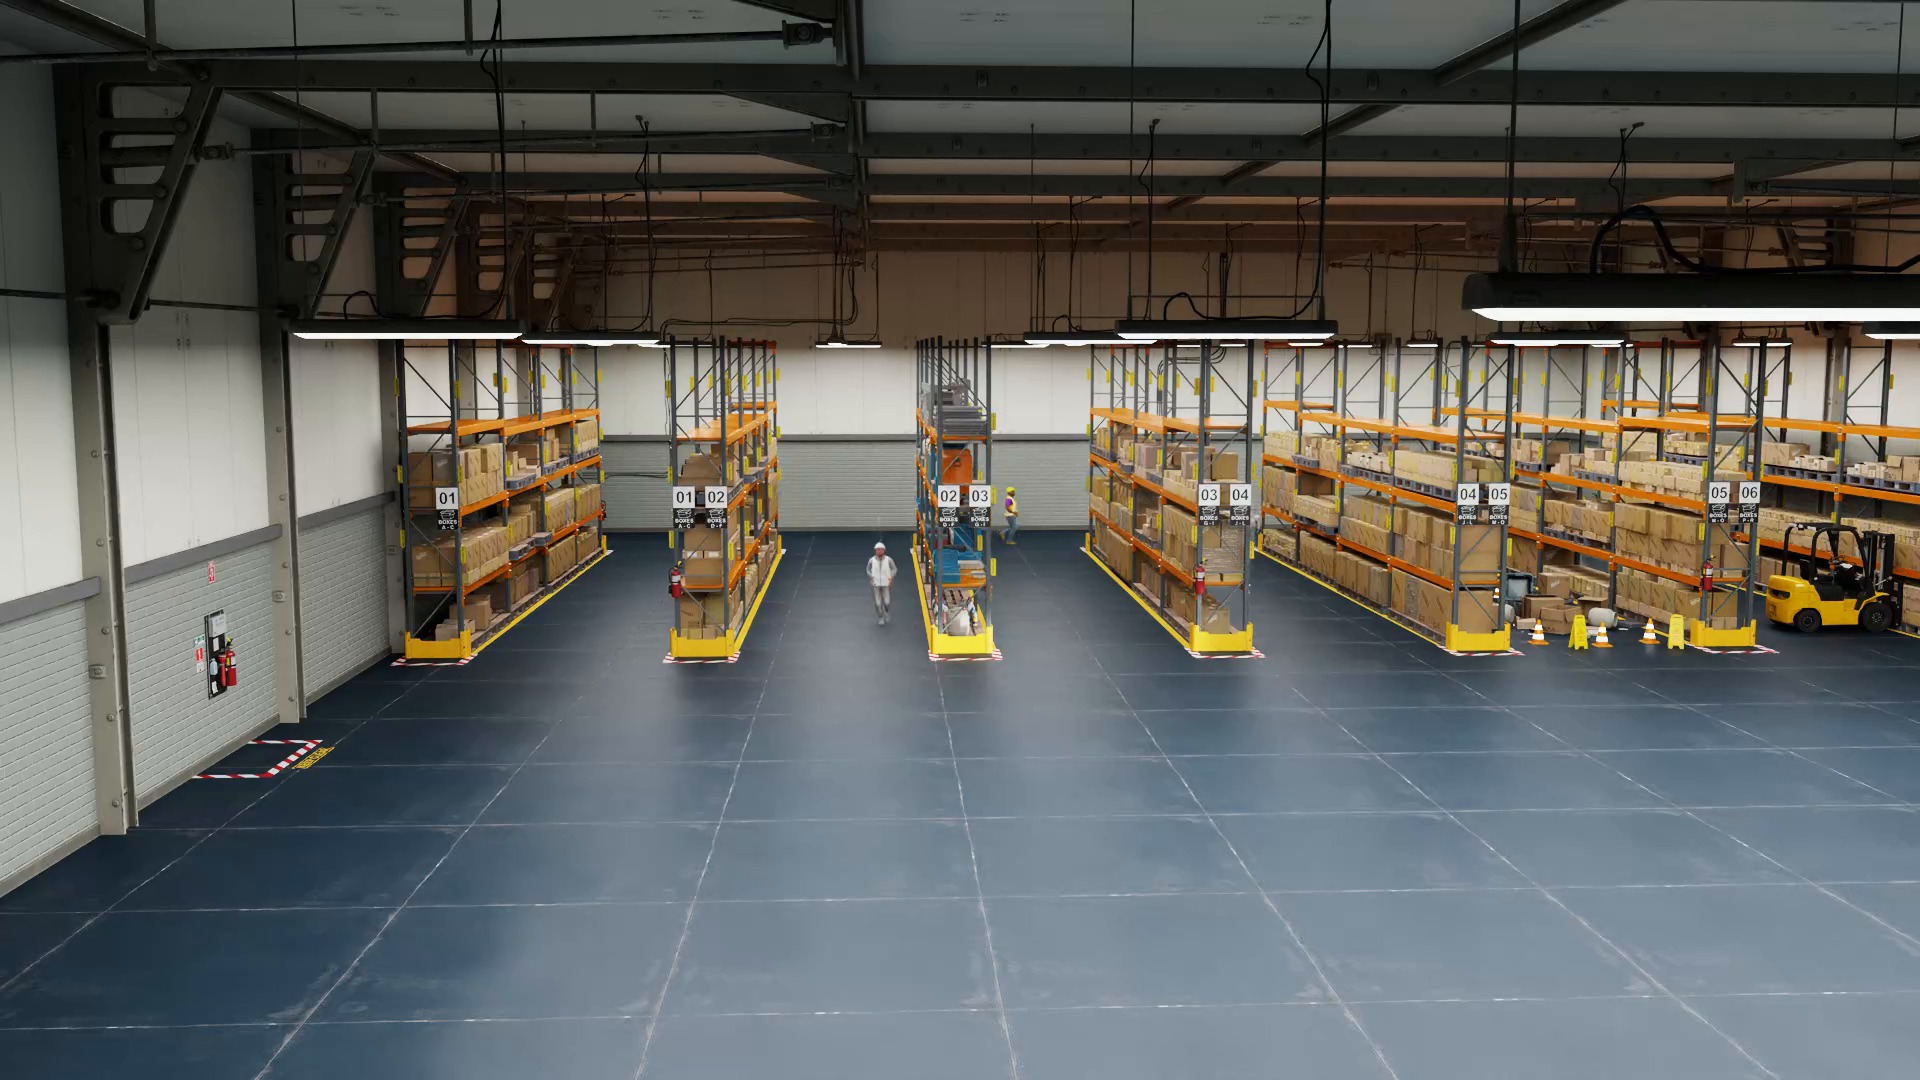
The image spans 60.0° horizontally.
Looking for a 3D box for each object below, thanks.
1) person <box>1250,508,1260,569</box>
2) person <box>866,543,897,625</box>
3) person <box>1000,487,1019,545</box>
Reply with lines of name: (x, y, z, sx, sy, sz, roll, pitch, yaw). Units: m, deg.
person: (7.672, -0.072, 44.305, 0.656, 1.626, 0.924, -1, 7, -10)
person: (-1.643, 0.925, 34.637, 0.635, 1.726, 0.564, 0, 6, -1)
person: (1.466, -0.712, 49.137, 0.614, 1.724, 0.753, 1, 7, 7)
